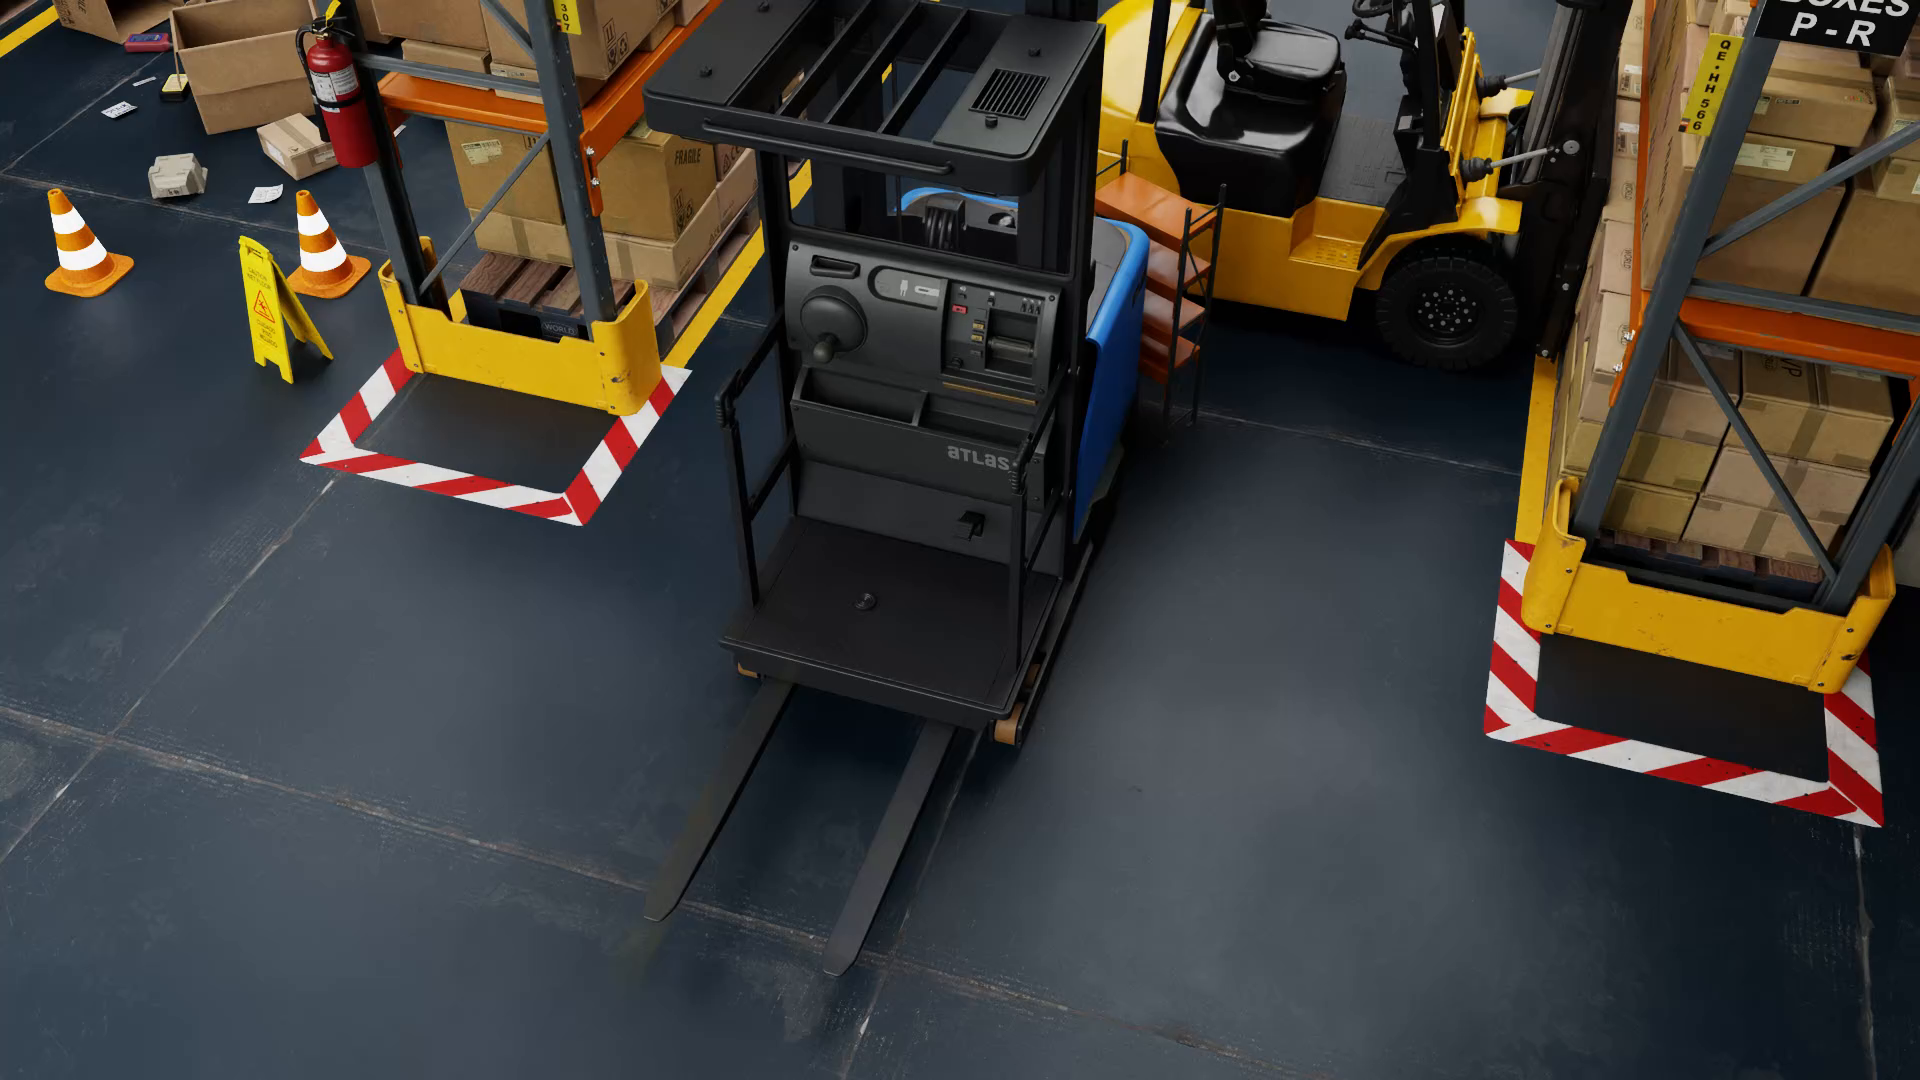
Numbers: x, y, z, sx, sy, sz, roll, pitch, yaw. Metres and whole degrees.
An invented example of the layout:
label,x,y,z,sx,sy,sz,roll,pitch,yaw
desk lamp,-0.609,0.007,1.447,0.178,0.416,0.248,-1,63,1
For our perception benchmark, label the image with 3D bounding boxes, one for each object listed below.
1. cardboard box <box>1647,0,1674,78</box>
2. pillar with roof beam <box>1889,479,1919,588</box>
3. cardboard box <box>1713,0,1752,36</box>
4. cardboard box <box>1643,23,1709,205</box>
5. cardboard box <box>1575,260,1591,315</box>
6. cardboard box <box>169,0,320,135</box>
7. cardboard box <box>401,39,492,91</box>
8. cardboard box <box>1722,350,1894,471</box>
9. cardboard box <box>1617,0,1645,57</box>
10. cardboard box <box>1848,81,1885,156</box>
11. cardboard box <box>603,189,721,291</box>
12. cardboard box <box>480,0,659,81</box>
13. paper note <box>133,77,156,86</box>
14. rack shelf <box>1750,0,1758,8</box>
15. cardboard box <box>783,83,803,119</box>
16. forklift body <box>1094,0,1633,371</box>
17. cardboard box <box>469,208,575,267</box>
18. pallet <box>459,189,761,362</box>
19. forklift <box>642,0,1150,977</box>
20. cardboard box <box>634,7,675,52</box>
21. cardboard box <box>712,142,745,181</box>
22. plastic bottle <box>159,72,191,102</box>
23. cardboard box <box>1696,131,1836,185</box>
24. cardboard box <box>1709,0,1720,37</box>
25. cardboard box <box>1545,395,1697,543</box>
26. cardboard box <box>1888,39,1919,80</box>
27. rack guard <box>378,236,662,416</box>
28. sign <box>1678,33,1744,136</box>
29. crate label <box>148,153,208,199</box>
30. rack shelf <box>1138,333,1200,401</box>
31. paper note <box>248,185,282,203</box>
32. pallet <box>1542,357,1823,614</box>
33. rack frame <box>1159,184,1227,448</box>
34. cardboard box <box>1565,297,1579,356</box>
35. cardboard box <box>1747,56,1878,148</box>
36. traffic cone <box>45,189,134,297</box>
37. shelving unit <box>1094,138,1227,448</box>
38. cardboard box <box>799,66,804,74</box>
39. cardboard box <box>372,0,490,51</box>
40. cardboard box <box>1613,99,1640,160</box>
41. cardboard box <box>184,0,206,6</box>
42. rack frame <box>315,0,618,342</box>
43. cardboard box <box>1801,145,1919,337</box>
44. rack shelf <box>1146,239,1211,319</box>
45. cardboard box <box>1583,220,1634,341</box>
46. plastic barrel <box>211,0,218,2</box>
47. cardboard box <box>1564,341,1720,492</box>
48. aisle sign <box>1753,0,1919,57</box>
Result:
label,x,y,z,sx,sy,sz,roll,pitch,yaw
cardboard box,3.135,-2.186,6.768,0.500,0.500,0.500,13,46,13
pillar with roof beam,-0.259,-4.073,4.478,9.100,9.000,0.400,13,46,13
cardboard box,2.780,-1.752,5.648,0.380,0.149,0.250,13,46,13
cardboard box,2.839,-1.507,6.074,0.500,0.500,0.500,14,46,14
cardboard box,2.922,-1.161,7.100,0.500,0.250,0.500,12,46,12
cardboard box,-3.839,-2.607,9.055,0.797,0.503,0.637,-16,47,-16
cardboard box,-2.049,-1.997,6.826,0.380,0.149,0.250,14,46,14
cardboard box,3.100,-0.549,6.117,0.500,0.250,0.500,12,46,12
cardboard box,3.375,-2.340,7.947,0.500,0.250,0.500,13,46,13
cardboard box,3.138,-1.360,5.460,0.380,0.149,0.250,13,46,13
cardboard box,-1.450,-1.439,7.742,0.500,0.250,0.500,12,46,12
cardboard box,-1.550,-2.192,6.561,0.500,0.500,0.500,12,46,12
paper note,-4.605,-2.589,9.389,0.123,0.001,0.032,-33,53,-29
rack shelf,3.379,-2.892,5.930,1.077,0.370,4.000,13,46,13
cardboard box,-1.135,-2.144,8.462,0.500,0.250,0.500,15,46,15
forklift body,1.609,-2.091,7.349,2.313,2.155,1.214,13,46,13
cardboard box,-1.962,-1.572,7.877,0.500,0.250,0.500,12,46,12
pallet,-1.655,-1.381,8.010,1.003,0.211,1.213,13,46,13
forklift,-0.199,-0.634,5.302,1.130,2.935,3.031,13,46,13
cardboard box,-1.437,-2.216,7.050,0.380,0.149,0.250,11,45,11
cardboard box,-1.289,-2.072,7.853,0.500,0.500,0.500,11,45,11
plastic bottle,-4.377,-2.552,9.314,0.133,0.061,0.283,-2,44,-2
cardboard box,2.612,-1.302,5.400,0.380,0.149,0.250,13,46,13
cardboard box,2.884,-1.801,5.911,0.380,0.149,0.250,12,46,12
cardboard box,2.615,-0.291,6.569,0.500,0.250,0.500,13,46,13
cardboard box,3.219,-1.460,5.350,0.380,0.149,0.250,14,46,14
rack guard,-1.935,-0.950,7.363,1.175,0.500,0.348,13,46,13
sign,2.261,-1.366,5.004,0.100,0.325,0.005,13,46,13
crate label,-4.039,-1.875,8.568,0.250,0.136,0.298,-9,45,-9
rack shelf,0.767,-0.815,7.105,0.480,0.148,0.258,33,53,29
paper note,-3.569,-1.783,8.550,0.148,0.019,0.142,-2,44,-2
pallet,2.965,-0.266,6.870,1.003,0.211,1.213,13,46,13
rack frame,0.946,-0.888,6.800,0.015,1.200,0.240,33,53,29
cardboard box,2.935,-0.952,7.244,0.500,0.250,0.500,13,46,13
cardboard box,2.681,-1.401,5.289,0.380,0.149,0.250,13,46,13
traffic cone,-4.218,-1.454,7.905,0.336,0.463,0.334,13,46,13
shelving unit,0.767,-1.005,6.919,0.503,1.200,0.258,33,53,29
cardboard box,-0.976,-2.763,8.559,0.500,0.500,0.500,15,46,15
cardboard box,-2.056,-2.355,6.727,0.500,0.500,0.500,12,46,12
cardboard box,3.069,-1.658,7.250,0.500,0.250,0.500,12,46,12
cardboard box,-4.260,-2.927,9.551,0.396,0.266,0.258,20,48,19
rack frame,-1.958,-1.793,6.437,1.000,3.000,0.127,13,46,13
cardboard box,3.188,-1.051,5.608,0.500,0.500,0.500,14,46,14
rack shelf,0.767,-1.116,6.809,0.480,0.148,0.258,33,53,29
cardboard box,2.765,-0.983,6.561,0.500,0.250,0.500,13,46,13
plastic barrel,-4.376,-3.438,9.961,0.421,0.421,0.512,-24,49,-22
cardboard box,2.623,-0.480,6.404,0.500,0.250,0.500,12,46,12
aisle sign,2.474,-1.691,4.475,0.394,0.787,0.004,13,46,13
